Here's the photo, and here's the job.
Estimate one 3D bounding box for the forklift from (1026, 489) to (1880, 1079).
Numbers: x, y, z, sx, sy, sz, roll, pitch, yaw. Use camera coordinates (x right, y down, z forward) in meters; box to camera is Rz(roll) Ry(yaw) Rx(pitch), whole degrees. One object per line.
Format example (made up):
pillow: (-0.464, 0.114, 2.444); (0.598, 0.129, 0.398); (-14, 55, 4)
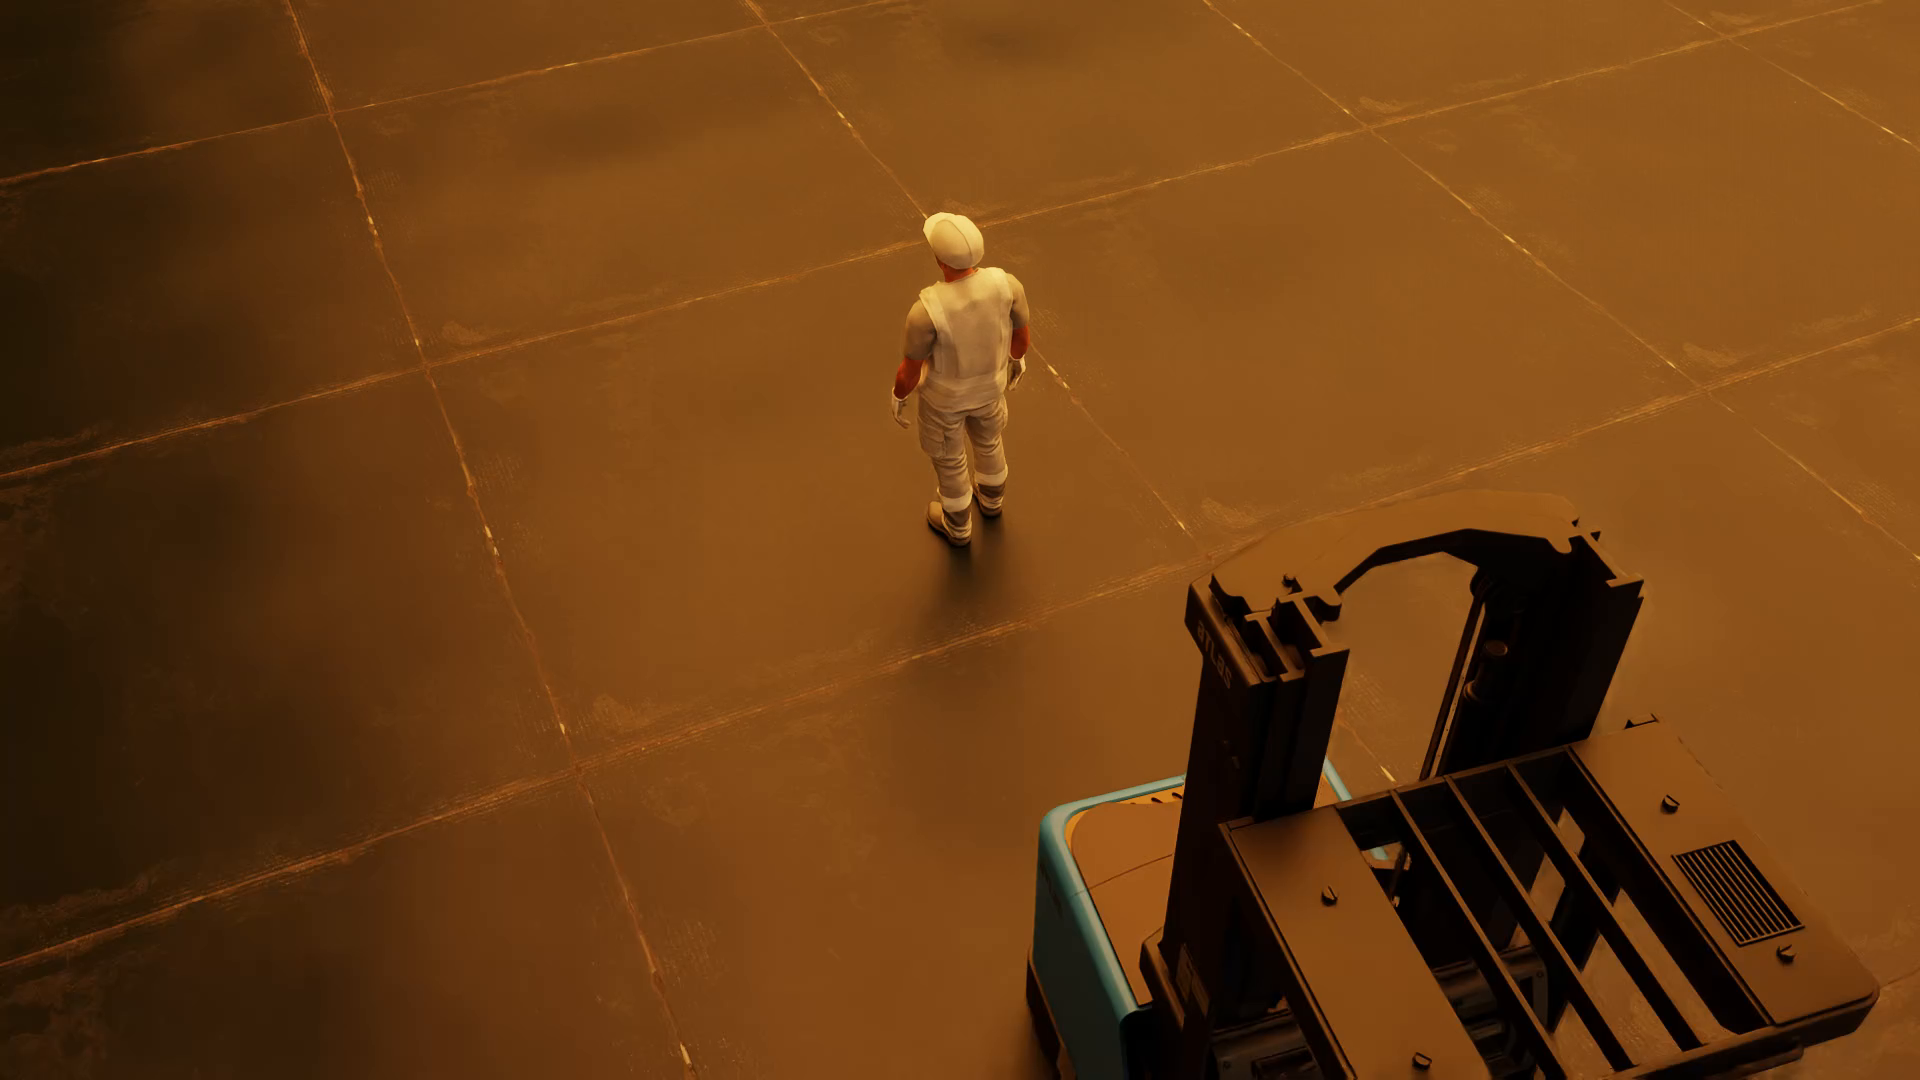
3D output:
forklift: (1.154, 1.446, 4.131); (1.130, 2.935, 3.031); (-12, 44, -12)

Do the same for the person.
person: (-0.023, -0.713, 7.270); (0.637, 1.790, 0.562); (-18, 46, -18)
